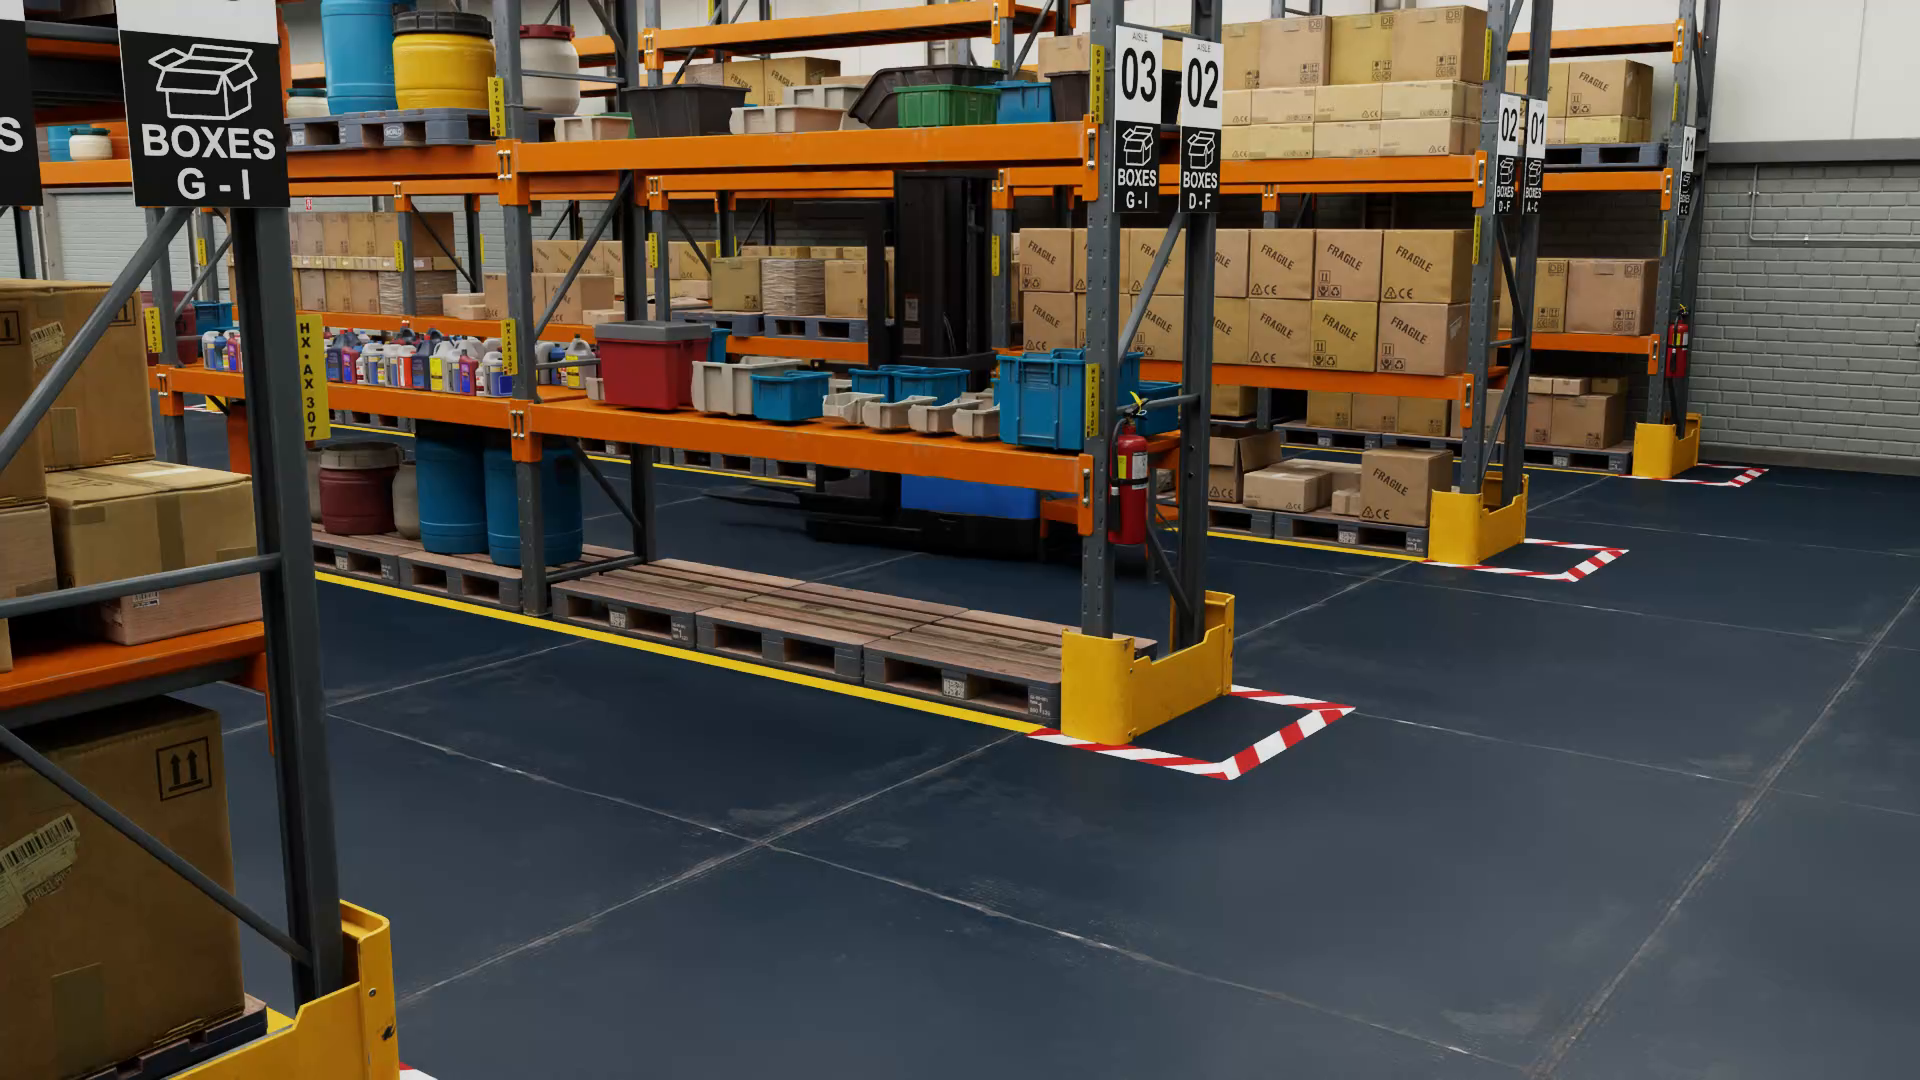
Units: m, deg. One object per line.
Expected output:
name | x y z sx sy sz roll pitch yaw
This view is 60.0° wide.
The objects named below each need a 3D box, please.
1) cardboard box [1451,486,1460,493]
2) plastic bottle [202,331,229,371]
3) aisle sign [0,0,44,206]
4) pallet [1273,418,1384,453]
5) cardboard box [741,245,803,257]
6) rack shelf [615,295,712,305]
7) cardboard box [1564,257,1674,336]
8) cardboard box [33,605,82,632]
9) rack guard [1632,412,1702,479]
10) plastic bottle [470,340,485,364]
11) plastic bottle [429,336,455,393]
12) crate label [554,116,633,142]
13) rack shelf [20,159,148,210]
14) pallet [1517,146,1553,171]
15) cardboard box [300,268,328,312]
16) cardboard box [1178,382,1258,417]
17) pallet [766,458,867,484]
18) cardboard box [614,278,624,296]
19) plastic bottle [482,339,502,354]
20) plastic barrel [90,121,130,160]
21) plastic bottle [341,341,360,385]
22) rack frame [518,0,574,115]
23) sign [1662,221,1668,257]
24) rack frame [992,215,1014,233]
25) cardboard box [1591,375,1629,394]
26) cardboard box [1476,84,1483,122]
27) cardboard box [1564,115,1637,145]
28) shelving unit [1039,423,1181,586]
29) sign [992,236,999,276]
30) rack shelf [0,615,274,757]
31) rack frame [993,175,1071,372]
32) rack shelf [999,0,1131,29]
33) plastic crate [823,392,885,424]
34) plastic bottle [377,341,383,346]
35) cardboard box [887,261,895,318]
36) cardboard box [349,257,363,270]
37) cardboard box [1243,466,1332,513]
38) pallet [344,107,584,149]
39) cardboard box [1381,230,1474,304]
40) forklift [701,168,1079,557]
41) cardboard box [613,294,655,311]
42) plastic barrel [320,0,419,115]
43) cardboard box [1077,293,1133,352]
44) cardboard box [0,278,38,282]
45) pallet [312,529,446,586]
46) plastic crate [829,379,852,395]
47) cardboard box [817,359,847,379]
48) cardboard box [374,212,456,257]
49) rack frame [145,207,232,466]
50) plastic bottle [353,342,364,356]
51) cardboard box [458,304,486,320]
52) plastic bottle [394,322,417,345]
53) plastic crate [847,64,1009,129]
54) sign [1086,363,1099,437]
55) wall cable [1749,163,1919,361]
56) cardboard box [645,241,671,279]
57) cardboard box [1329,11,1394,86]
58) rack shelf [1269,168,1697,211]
cardboard box | 3.706 -0.305 12.558 0.250 0.149 0.380 8 13 36
plastic bottle | -5.385 -1.372 12.049 0.135 0.276 0.152 8 13 36
aisle sign | -2.146 -1.095 3.450 0.004 0.787 0.394 8 13 36
pallet | 4.112 -1.131 17.821 1.213 0.211 1.003 8 13 36
cardboard box | -2.513 -3.700 22.335 0.500 0.500 0.700 8 14 36
rack shelf | -4.515 -3.369 23.940 4.000 0.370 1.077 8 13 36
cardboard box | 6.352 -2.351 15.996 0.700 0.700 0.980 9 14 38
cardboard box | -2.325 0.131 4.616 0.250 0.149 0.380 8 13 35
rack guard | 6.789 -0.918 15.959 0.348 0.500 1.175 8 13 36
plastic bottle | -3.303 -1.211 11.220 0.135 0.276 0.152 8 13 36
plastic bottle | -3.253 -1.110 10.500 0.185 0.351 0.144 8 13 36
crate label | -2.095 -2.325 9.448 0.466 0.136 0.293 8 13 36
rack shelf | -7.155 -2.875 13.491 4.000 0.370 1.077 8 13 36
pallet | 5.178 -3.796 16.590 1.213 0.211 1.003 8 13 36
cardboard box | -7.438 -3.009 19.923 0.500 0.500 0.700 8 14 37
cardboard box | 2.945 -1.802 18.499 0.750 0.750 0.750 8 14 36
pallet | -1.049 -0.693 15.554 1.213 0.211 1.003 8 13 36
cardboard box | -4.681 -3.608 23.625 0.500 0.250 0.500 8 14 36
plastic bottle | -3.213 -1.235 11.341 0.135 0.276 0.152 8 13 36
plastic barrel | -6.603 -3.413 13.248 0.708 0.830 0.600 8 13 36
plastic bottle | -4.037 -1.177 11.021 0.133 0.283 0.061 8 13 36
rack frame | -6.127 -6.892 24.464 0.127 3.000 1.000 8 13 36
sign | 6.437 -2.751 15.182 0.005 0.325 0.100 8 13 36
rack frame | 0.321 -3.047 20.385 0.127 3.000 1.000 8 13 36
cardboard box | 6.365 -1.525 16.285 0.250 0.149 0.380 8 14 36
cardboard box | 3.580 -3.131 12.000 0.500 0.250 0.500 8 13 36
cardboard box | 6.022 -3.844 15.631 0.500 0.250 0.500 8 14 37
shelving unit | 1.092 -0.355 11.405 0.538 1.125 1.048 -10 15 -41
sign | 0.291 -2.322 13.587 0.005 0.325 0.100 8 13 36
rack shelf | -3.638 0.255 5.207 4.000 0.370 1.077 8 13 36
rack frame | 0.616 -1.839 14.138 0.127 3.000 1.000 8 13 36
rack shelf | 2.228 -4.205 12.475 4.000 0.370 1.077 8 13 36
plastic crate | -0.573 -0.688 8.726 0.250 0.136 0.298 8 13 36
plastic bottle | -4.225 -1.346 12.111 0.097 0.201 0.097 0 11 0
cardboard box | -0.225 -2.249 14.890 0.700 0.500 0.500 -11 15 -44
cardboard box | -6.801 -3.190 19.152 0.250 0.149 0.380 8 13 35
cardboard box | 2.508 -0.390 12.730 0.500 0.250 0.500 8 13 36
pallet | -3.008 -2.534 10.332 1.003 0.211 1.213 8 13 36
cardboard box | 3.319 -1.937 11.750 0.500 0.500 0.500 8 13 35
forklift | -0.577 -1.498 12.557 3.031 2.935 1.130 6 12 29
cardboard box | -3.214 -2.375 17.144 0.500 0.311 0.500 8 13 35
plastic barrel | -3.785 -3.175 10.719 0.708 0.901 0.600 8 13 36
cardboard box | 1.280 -1.732 13.322 0.500 0.500 0.500 8 14 37
cardboard box | -3.078 -0.523 4.971 0.500 0.500 0.500 7 13 34
pallet | -3.903 0.058 11.675 1.213 0.211 1.003 8 13 36
plastic crate | -0.737 -0.831 9.466 0.466 0.136 0.293 8 13 36
cardboard box | -1.466 -2.292 21.901 0.500 0.500 0.700 8 14 36
cardboard box | -6.193 -3.473 18.907 0.500 0.500 0.700 8 14 36
rack frame | -5.543 -1.531 12.545 0.127 3.000 1.000 8 13 36
plastic bottle | -4.005 -1.185 11.096 0.097 0.271 0.097 0 11 0
cardboard box | -5.239 -2.484 18.134 0.250 0.149 0.380 8 13 36
plastic bottle | -3.939 -1.374 11.862 0.185 0.351 0.144 8 13 36
plastic crate | -0.163 -2.287 8.722 0.767 0.338 0.504 8 13 36
sign | 0.593 -0.625 7.436 0.005 0.325 0.100 8 13 36
wall cable | 8.361 -2.648 15.644 1.851 1.984 0.084 8 13 36
cardboard box | -4.272 -3.921 23.267 0.500 0.500 0.500 7 13 34
cardboard box | 3.064 -3.526 12.067 0.500 0.500 0.700 8 13 36
rack shelf | 5.157 -3.492 16.681 4.000 0.370 1.077 8 13 36
